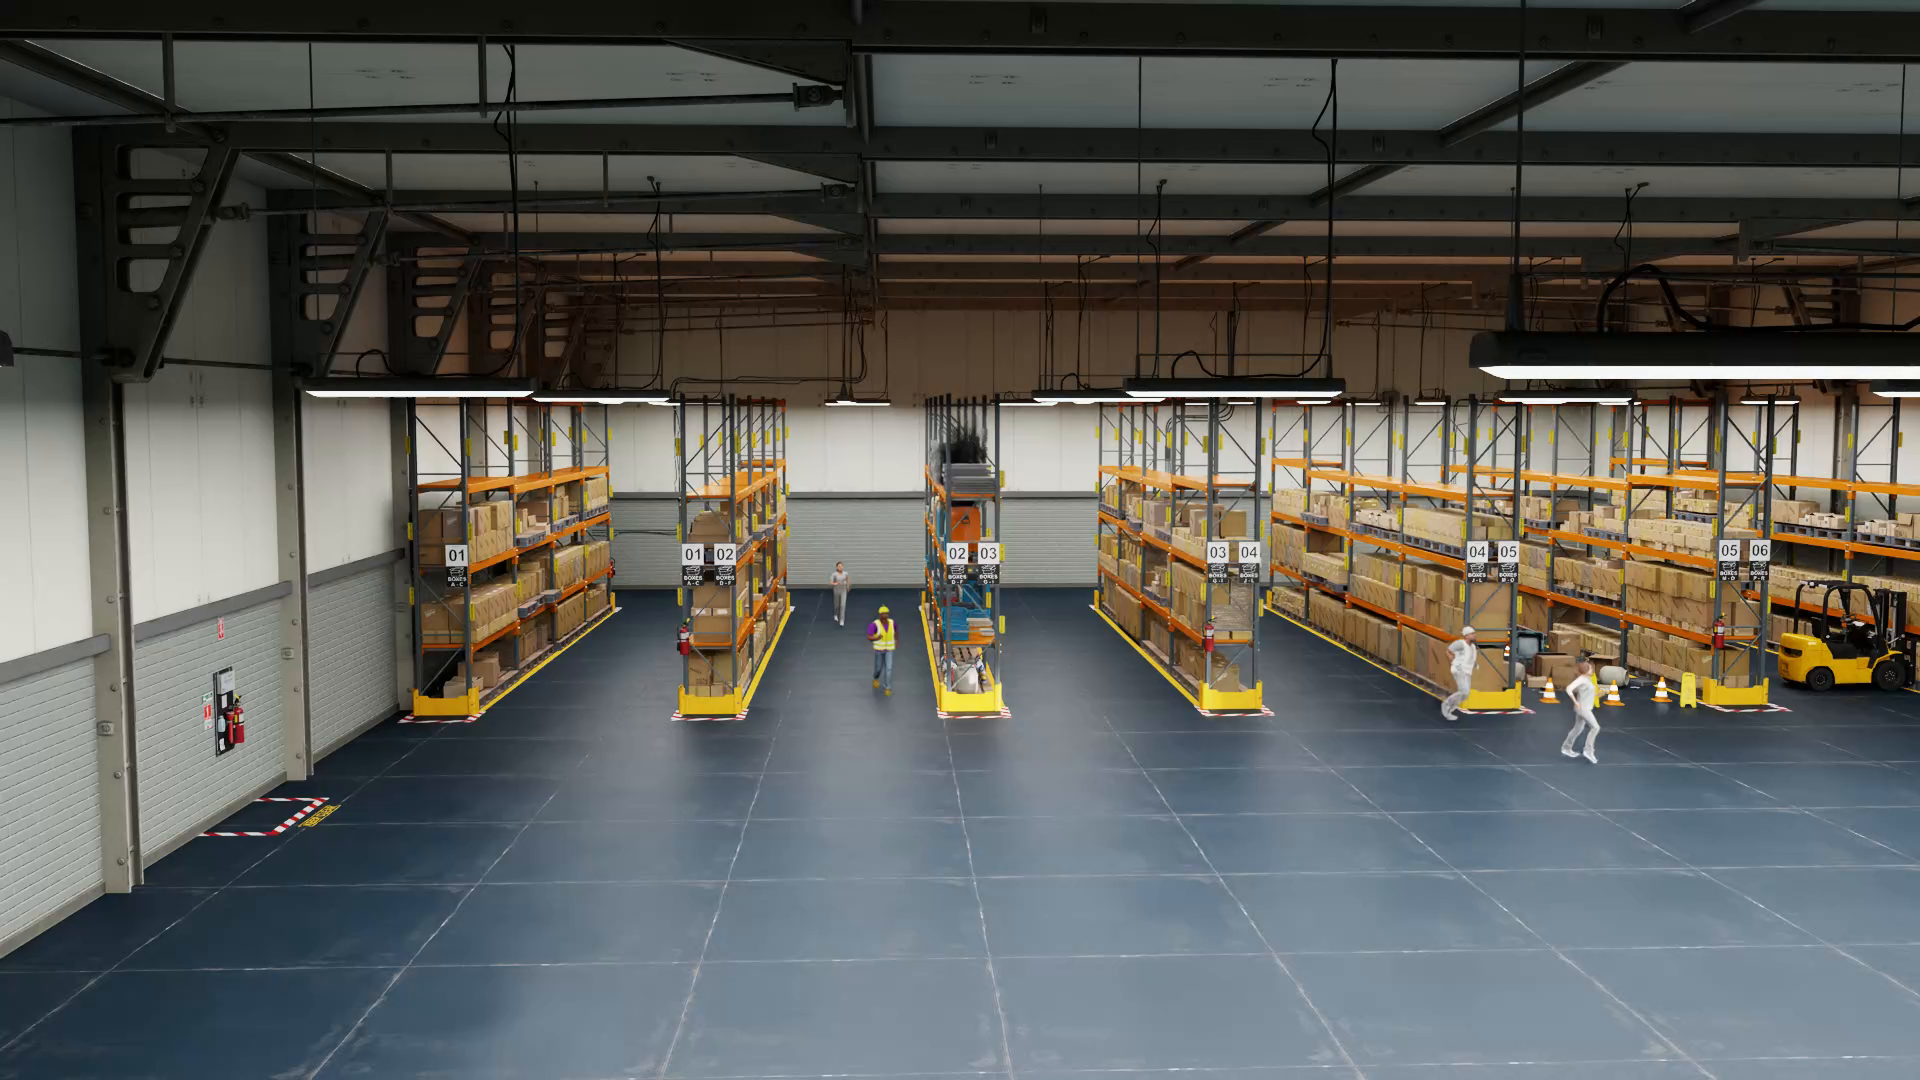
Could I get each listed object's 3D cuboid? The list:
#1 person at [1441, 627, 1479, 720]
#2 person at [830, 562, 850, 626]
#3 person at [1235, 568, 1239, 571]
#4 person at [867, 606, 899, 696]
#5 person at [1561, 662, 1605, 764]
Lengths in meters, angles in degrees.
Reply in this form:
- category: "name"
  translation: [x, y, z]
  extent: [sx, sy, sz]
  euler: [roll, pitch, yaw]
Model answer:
- category: "person"
  translation: [9.265, 2.445, 30.617]
  extent: [0.738, 1.690, 0.569]
  euler: [-4, 6, -41]
- category: "person"
  translation: [-3.177, 1.400, 43.983]
  extent: [0.566, 1.650, 0.922]
  euler: [-1, 5, -13]
- category: "person"
  translation: [7.657, 1.093, 48.159]
  extent: [0.766, 1.627, 0.644]
  euler: [-3, 6, -36]
- category: "person"
  translation: [-1.538, 2.192, 33.268]
  extent: [0.702, 1.747, 0.953]
  euler: [-1, 5, -16]
- category: "person"
  translation: [10.124, 2.788, 26.997]
  extent: [0.668, 1.637, 0.519]
  euler: [2, 5, 27]
